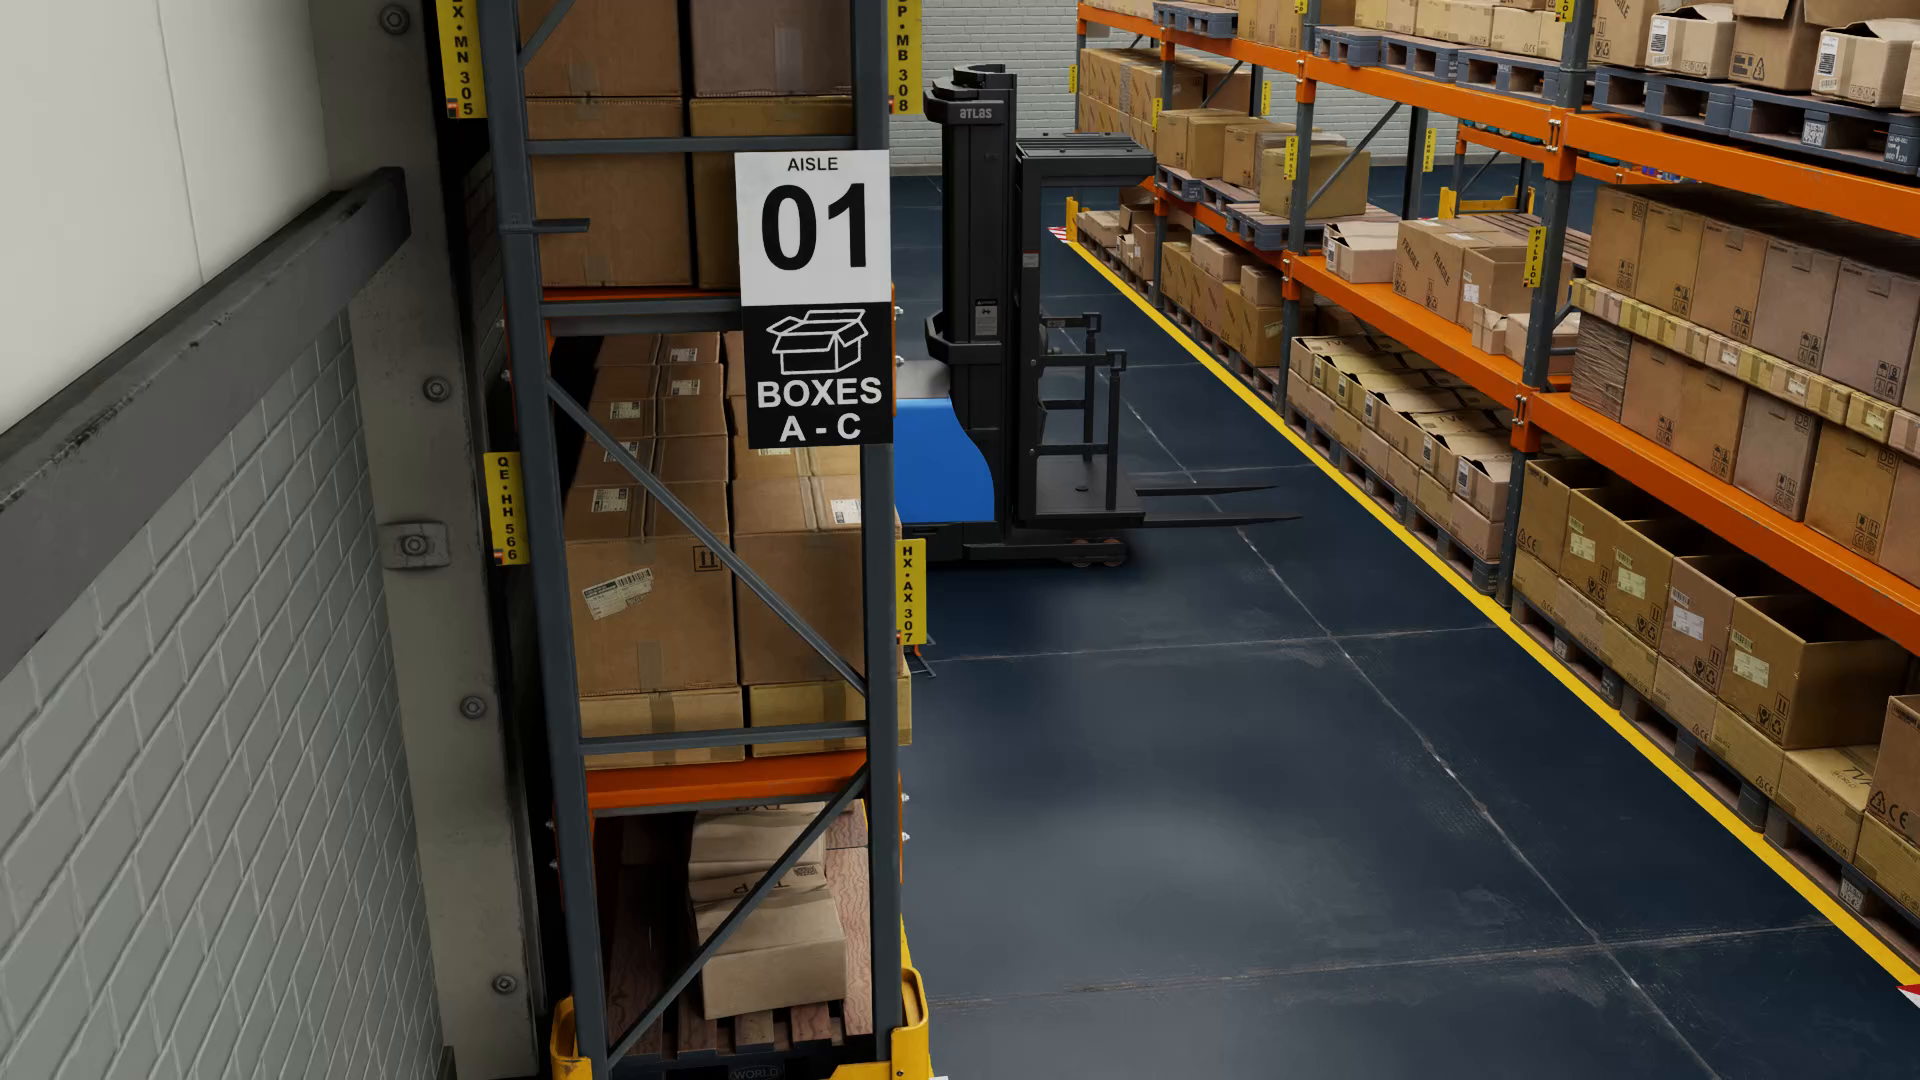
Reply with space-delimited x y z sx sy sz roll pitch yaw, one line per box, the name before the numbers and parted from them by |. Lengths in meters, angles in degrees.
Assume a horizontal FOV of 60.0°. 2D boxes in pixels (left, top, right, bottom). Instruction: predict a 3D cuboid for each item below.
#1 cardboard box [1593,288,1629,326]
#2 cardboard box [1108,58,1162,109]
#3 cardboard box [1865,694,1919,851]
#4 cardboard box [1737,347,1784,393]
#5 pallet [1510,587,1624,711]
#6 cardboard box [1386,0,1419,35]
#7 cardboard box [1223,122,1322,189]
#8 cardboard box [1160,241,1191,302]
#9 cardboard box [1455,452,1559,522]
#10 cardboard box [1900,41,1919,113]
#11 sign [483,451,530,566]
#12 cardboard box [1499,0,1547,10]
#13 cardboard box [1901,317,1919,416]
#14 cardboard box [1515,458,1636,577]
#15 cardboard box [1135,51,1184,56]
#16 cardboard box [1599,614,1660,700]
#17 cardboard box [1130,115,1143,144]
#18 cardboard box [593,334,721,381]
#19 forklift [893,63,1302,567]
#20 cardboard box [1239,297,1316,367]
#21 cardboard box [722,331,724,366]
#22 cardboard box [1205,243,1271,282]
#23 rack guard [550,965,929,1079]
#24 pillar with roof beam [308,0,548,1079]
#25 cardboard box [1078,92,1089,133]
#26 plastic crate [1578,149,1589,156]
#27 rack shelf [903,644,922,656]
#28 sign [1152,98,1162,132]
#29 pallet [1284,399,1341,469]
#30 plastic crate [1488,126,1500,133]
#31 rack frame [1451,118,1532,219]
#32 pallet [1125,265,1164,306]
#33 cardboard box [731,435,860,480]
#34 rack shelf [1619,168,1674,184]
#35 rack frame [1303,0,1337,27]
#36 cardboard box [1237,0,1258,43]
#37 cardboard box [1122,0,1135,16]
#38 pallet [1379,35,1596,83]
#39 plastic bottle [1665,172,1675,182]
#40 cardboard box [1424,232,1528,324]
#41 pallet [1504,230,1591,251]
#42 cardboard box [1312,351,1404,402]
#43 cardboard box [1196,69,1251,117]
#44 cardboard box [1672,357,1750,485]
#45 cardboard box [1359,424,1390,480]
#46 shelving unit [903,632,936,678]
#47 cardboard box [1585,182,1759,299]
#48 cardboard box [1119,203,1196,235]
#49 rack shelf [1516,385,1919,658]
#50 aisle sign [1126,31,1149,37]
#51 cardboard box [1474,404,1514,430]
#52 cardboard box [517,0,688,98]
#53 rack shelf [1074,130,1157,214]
cardboard box | 3.524 -1.213 8.606 0.380 0.149 0.250 -3 21 -7
cardboard box | 1.938 -5.025 18.310 0.500 0.500 0.500 -3 21 -8
cardboard box | 3.845 0.903 6.270 0.500 0.500 0.500 -3 21 -8
cardboard box | 3.714 -0.763 7.403 0.380 0.149 0.250 -3 21 -8
pallet | 3.713 0.532 8.990 1.003 0.211 1.213 -3 21 -8
cardboard box | 3.278 -3.633 11.484 0.500 0.250 0.500 -2 21 -6
cardboard box | 2.803 -3.456 14.940 0.700 0.500 0.500 -8 22 -21
cardboard box | 2.316 -2.677 16.540 0.500 0.500 0.500 -4 21 -10
cardboard box | 3.298 -0.349 9.891 0.500 0.311 0.500 -3 21 -8
cardboard box | 3.790 -1.649 5.972 0.500 0.250 0.500 -3 21 -8
sign | -1.237 -0.085 4.550 0.100 0.325 0.005 -3 21 -8
cardboard box | 3.485 -3.346 9.643 0.500 0.500 0.500 -1 21 -3
cardboard box | 4.073 -0.684 6.262 0.700 0.500 0.500 -3 21 -9
cardboard box | 3.397 -0.135 9.049 0.500 0.500 0.500 -3 21 -8
cardboard box | 2.320 -5.406 19.333 0.500 0.500 0.500 -2 21 -6
cardboard box | 3.541 0.562 8.253 0.500 0.250 0.500 -3 21 -8
cardboard box | 2.085 -4.207 17.550 0.500 0.500 0.500 -2 21 -6
cardboard box | -1.263 -0.565 7.057 0.500 0.500 0.500 -2 21 -6
forklift | 0.623 -1.389 10.245 3.031 2.935 1.130 -1 21 -4
cardboard box | 2.697 -1.784 14.148 0.500 0.500 0.500 -2 21 -6
cardboard box | -1.301 -1.231 8.954 0.700 0.500 0.500 -3 21 -8
cardboard box | 2.533 -2.508 15.017 0.500 0.250 0.500 -3 21 -9
rack guard | -0.695 1.729 5.372 1.175 0.500 0.348 -3 21 -8
pillar with roof beam | 2.619 -2.642 4.928 9.100 9.000 0.400 -3 21 -8
cardboard box | 1.714 -5.086 19.904 0.500 0.500 0.500 -2 21 -7
plastic crate | 6.962 -4.343 18.365 0.437 0.125 0.590 -3 21 -8
rack shelf | -0.341 0.542 8.979 0.258 0.180 0.103 -7 21 -18
sign | 1.951 -4.197 16.429 0.100 0.325 0.005 -3 21 -8
pallet | 3.144 -0.843 12.672 1.003 0.211 1.213 -3 21 -8
plastic crate | 6.617 -5.075 20.169 0.416 0.233 0.300 -3 21 -8
rack frame | 6.813 -5.455 21.034 1.000 3.000 0.127 -3 21 -8
pallet | 2.389 -2.753 17.785 1.003 0.211 1.213 -3 21 -8
cardboard box | -0.517 -0.058 5.698 0.500 0.500 0.500 -3 21 -8
rack shelf | 7.678 -3.040 15.598 1.077 0.370 4.000 -3 21 -8
rack frame | 3.064 -5.247 11.903 1.000 3.000 0.127 -3 21 -8
cardboard box | 2.819 -4.395 13.765 0.910 0.500 0.500 -3 21 -8
cardboard box | 2.012 -5.658 17.504 0.500 0.250 0.500 -3 21 -8
pallet | 3.414 -3.136 10.807 1.003 0.211 1.213 -2 21 -5
plastic bottle | 7.132 -3.706 16.528 0.152 0.276 0.135 -3 21 -8
cardboard box | 3.398 -1.721 10.894 0.500 0.500 0.500 -3 21 -8
pallet | 7.066 -3.440 19.624 1.003 0.211 1.213 -3 21 -8
cardboard box | 2.933 -1.230 12.251 0.500 0.311 0.500 -3 21 -9
cardboard box | 2.698 -4.514 16.943 0.500 0.500 0.500 -2 21 -6
cardboard box | 3.861 -0.589 7.863 0.700 0.500 0.500 -3 21 -7
cardboard box | 3.076 -0.618 11.413 0.500 0.250 0.500 -2 21 -7
shelving unit | -0.434 0.450 9.232 0.258 0.189 1.200 -7 21 -18
cardboard box | 3.711 -1.553 8.590 0.700 0.500 0.500 -3 21 -7
cardboard box | 2.211 -3.508 18.761 0.797 0.503 0.637 -3 21 -8
rack shelf | 3.929 -0.022 7.516 1.077 0.370 4.000 -3 21 -8
aisle sign | 2.204 -6.463 20.018 0.394 0.787 0.004 -3 21 -8
cardboard box | 3.684 -0.731 10.915 0.500 0.311 0.500 -4 21 -10
cardboard box | -1.005 -1.481 4.508 0.500 0.500 0.500 -2 21 -5
rack shelf | 2.199 -4.177 18.641 1.077 0.370 4.000 -3 21 -8
